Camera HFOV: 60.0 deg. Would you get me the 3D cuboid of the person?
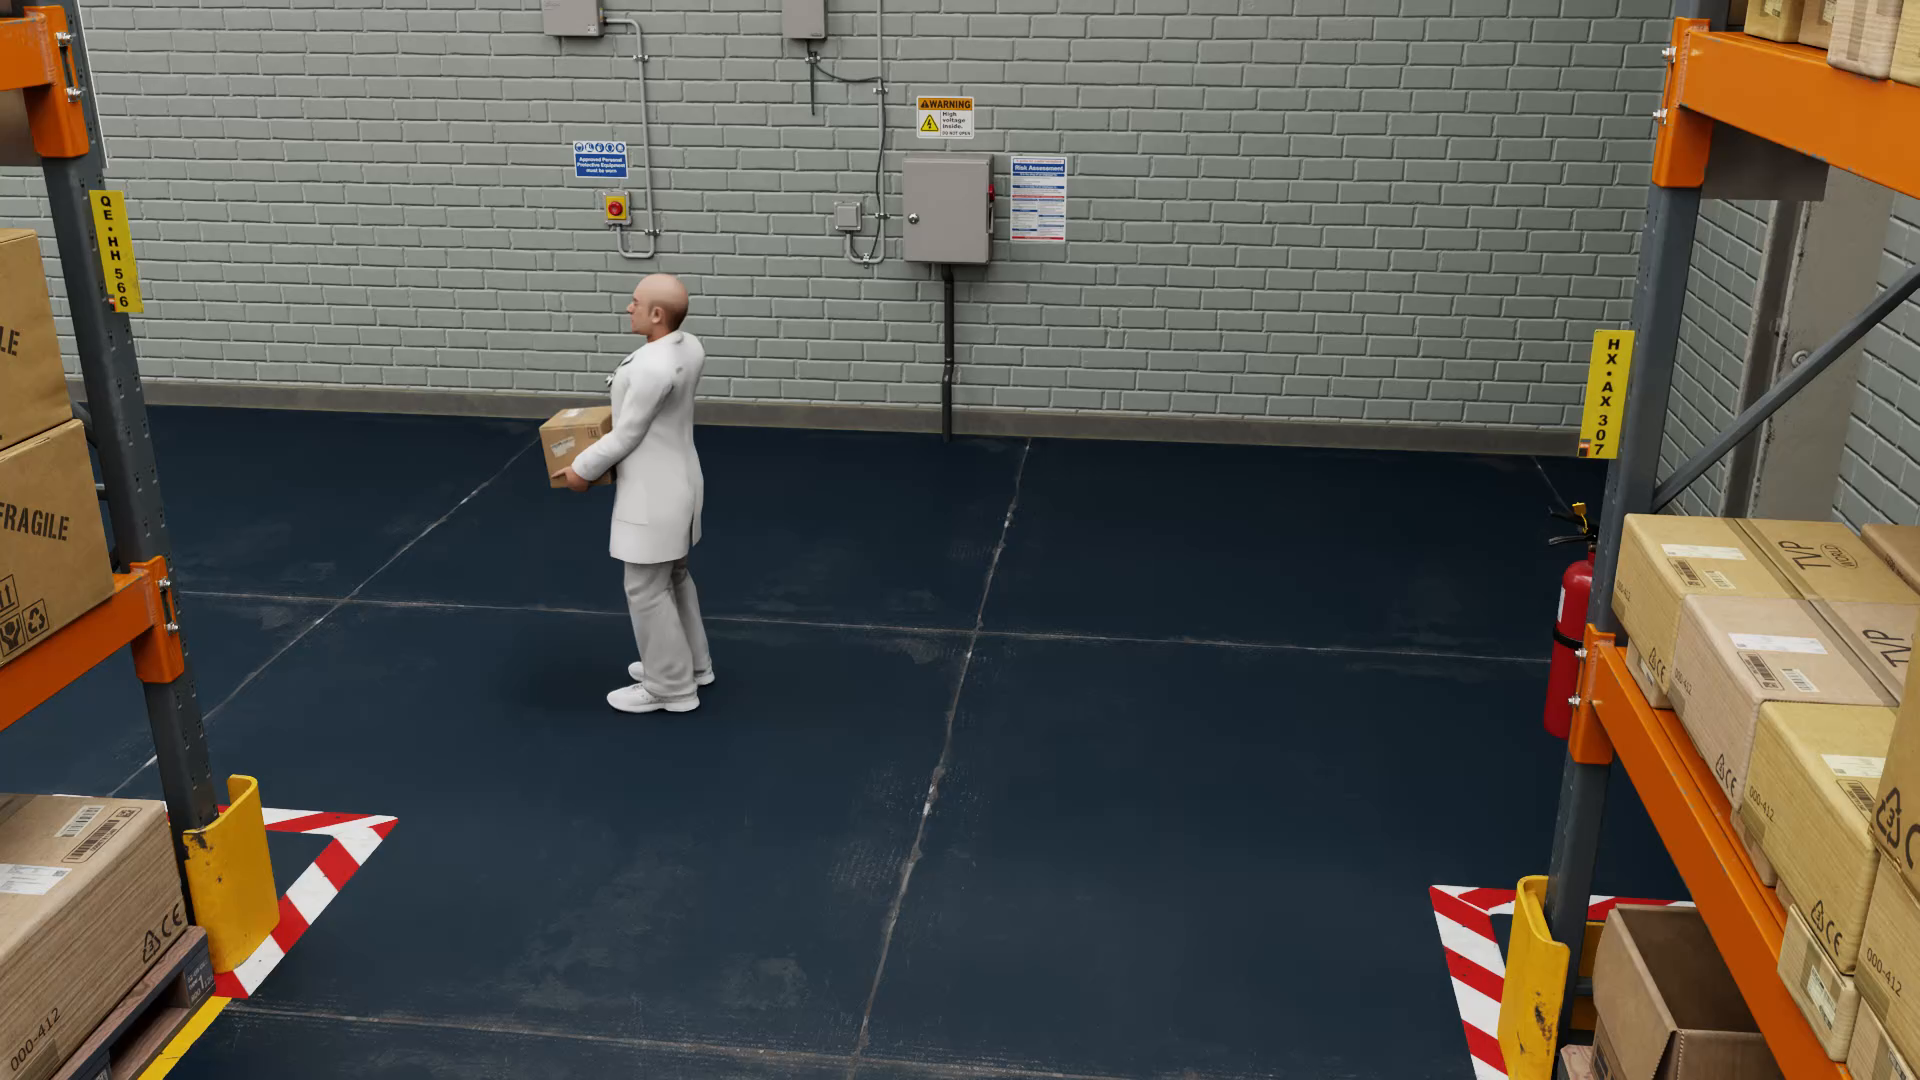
[{"bbox_3d":[-1.298,-0.187,6.602,0.563,1.770,0.530,3,21,7],"label":"person"}]
